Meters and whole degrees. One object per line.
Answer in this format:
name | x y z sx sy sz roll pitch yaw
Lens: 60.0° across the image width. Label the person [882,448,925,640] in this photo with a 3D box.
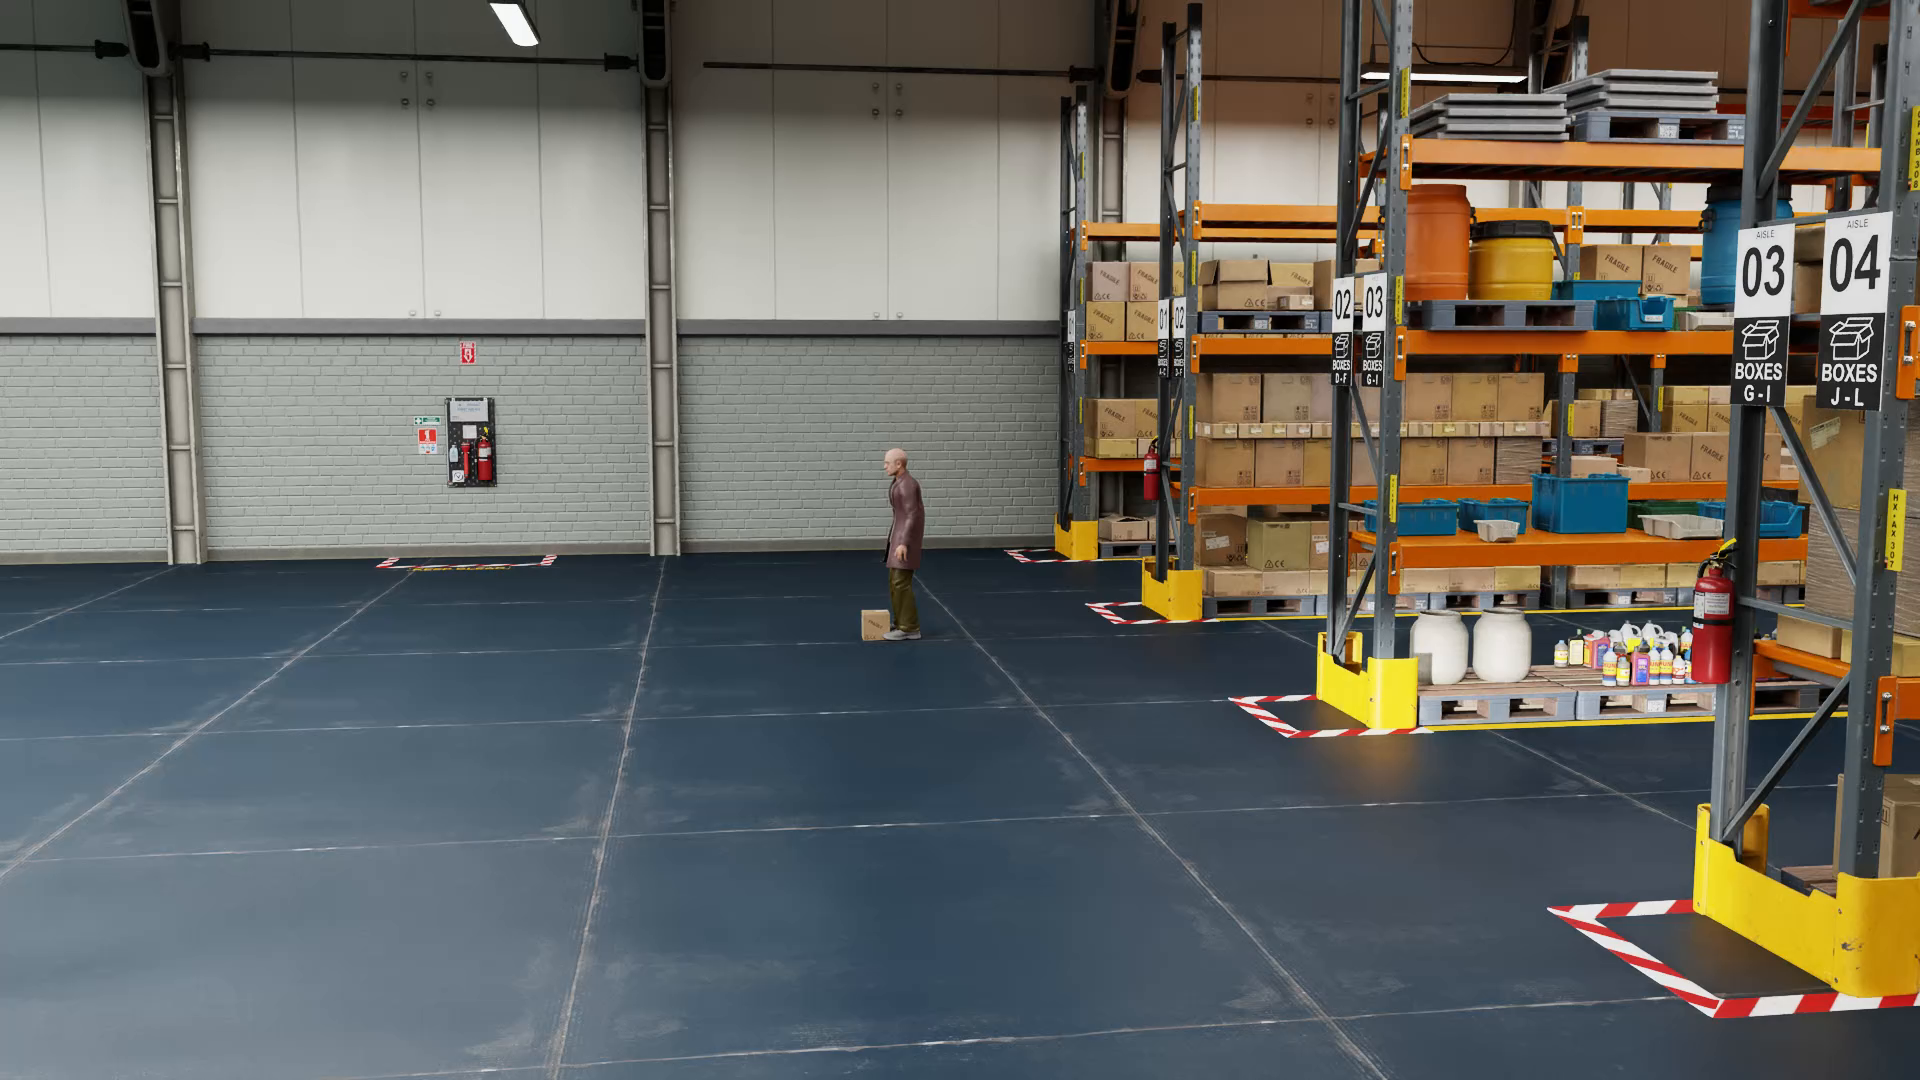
person | -0.541 0.033 15.480 0.416 1.774 0.656 -1 6 -10
